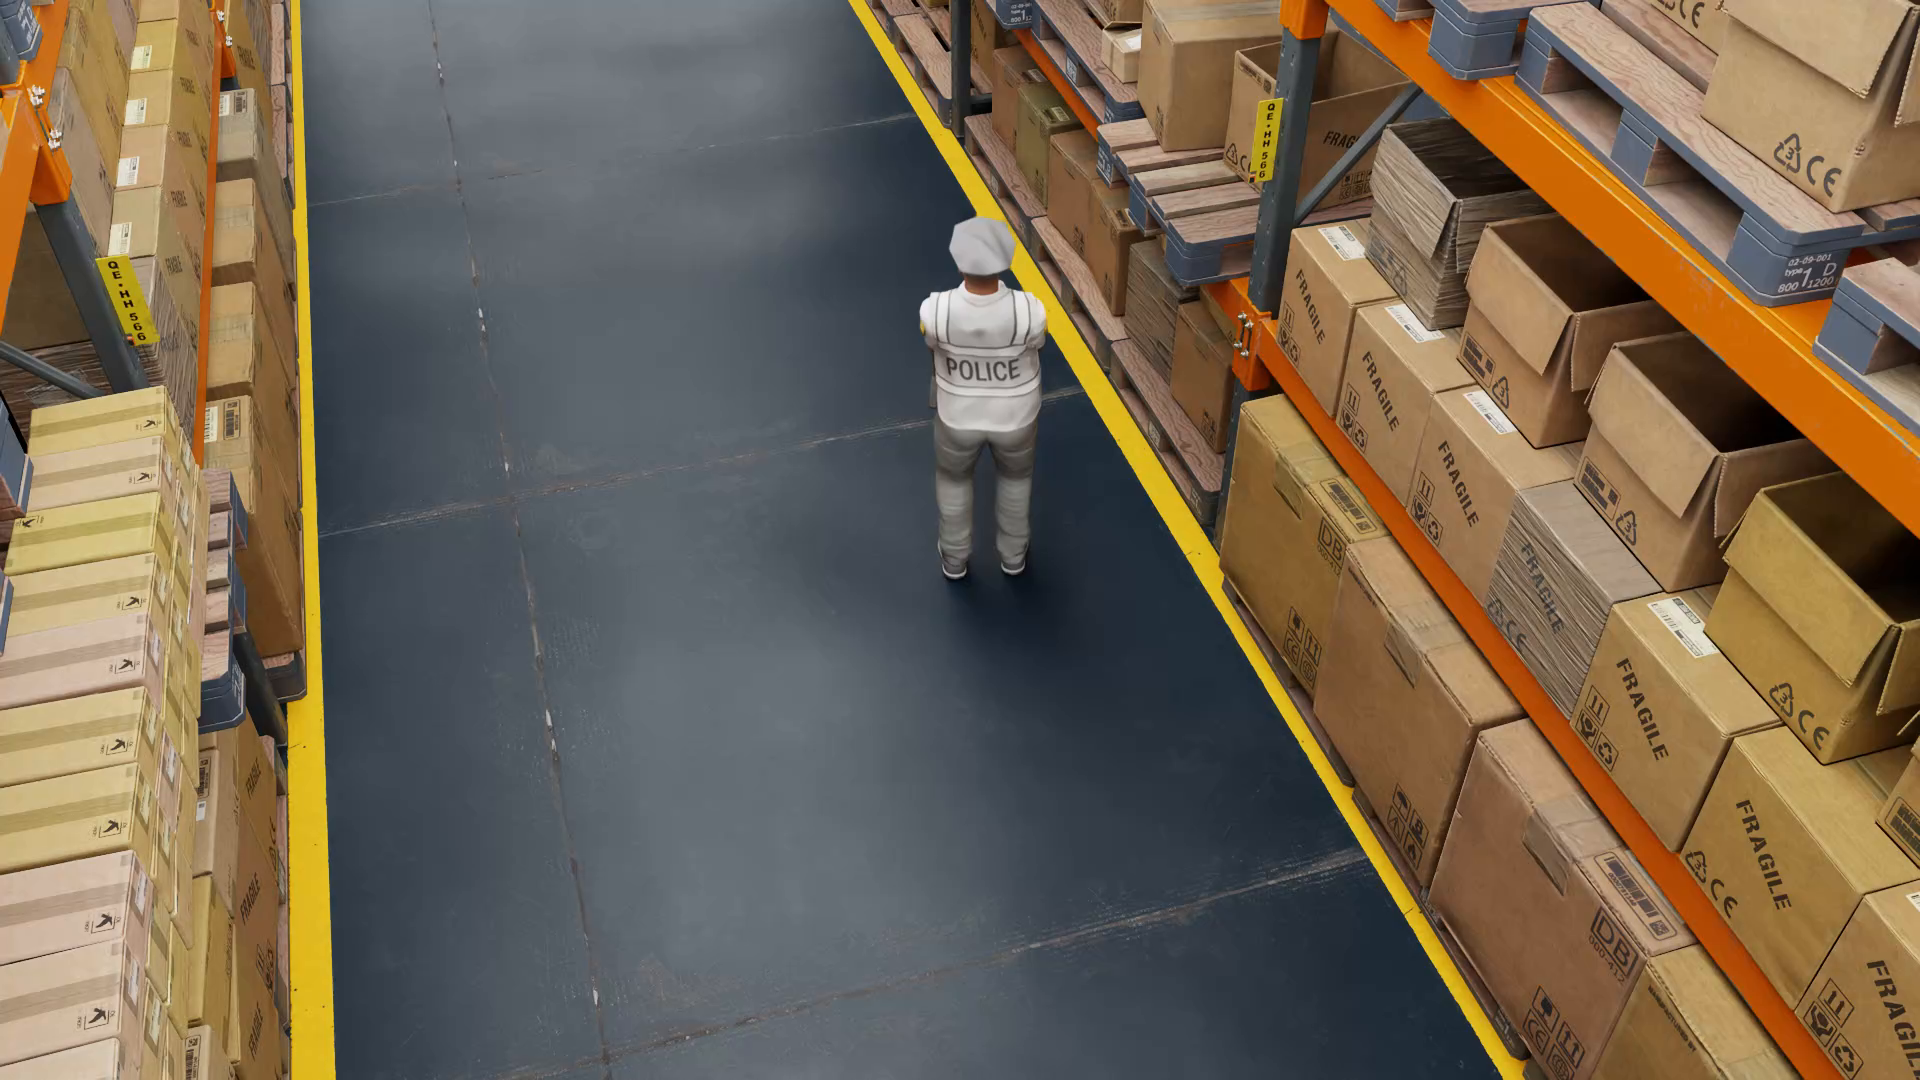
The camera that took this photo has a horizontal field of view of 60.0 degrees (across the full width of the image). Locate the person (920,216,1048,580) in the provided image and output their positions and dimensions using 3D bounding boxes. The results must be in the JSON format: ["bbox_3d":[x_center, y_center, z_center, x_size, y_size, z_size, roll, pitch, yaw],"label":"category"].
[{"bbox_3d":[0.094,-0.598,6.803,0.494,1.768,0.571,1,42,1],"label":"person"}]
